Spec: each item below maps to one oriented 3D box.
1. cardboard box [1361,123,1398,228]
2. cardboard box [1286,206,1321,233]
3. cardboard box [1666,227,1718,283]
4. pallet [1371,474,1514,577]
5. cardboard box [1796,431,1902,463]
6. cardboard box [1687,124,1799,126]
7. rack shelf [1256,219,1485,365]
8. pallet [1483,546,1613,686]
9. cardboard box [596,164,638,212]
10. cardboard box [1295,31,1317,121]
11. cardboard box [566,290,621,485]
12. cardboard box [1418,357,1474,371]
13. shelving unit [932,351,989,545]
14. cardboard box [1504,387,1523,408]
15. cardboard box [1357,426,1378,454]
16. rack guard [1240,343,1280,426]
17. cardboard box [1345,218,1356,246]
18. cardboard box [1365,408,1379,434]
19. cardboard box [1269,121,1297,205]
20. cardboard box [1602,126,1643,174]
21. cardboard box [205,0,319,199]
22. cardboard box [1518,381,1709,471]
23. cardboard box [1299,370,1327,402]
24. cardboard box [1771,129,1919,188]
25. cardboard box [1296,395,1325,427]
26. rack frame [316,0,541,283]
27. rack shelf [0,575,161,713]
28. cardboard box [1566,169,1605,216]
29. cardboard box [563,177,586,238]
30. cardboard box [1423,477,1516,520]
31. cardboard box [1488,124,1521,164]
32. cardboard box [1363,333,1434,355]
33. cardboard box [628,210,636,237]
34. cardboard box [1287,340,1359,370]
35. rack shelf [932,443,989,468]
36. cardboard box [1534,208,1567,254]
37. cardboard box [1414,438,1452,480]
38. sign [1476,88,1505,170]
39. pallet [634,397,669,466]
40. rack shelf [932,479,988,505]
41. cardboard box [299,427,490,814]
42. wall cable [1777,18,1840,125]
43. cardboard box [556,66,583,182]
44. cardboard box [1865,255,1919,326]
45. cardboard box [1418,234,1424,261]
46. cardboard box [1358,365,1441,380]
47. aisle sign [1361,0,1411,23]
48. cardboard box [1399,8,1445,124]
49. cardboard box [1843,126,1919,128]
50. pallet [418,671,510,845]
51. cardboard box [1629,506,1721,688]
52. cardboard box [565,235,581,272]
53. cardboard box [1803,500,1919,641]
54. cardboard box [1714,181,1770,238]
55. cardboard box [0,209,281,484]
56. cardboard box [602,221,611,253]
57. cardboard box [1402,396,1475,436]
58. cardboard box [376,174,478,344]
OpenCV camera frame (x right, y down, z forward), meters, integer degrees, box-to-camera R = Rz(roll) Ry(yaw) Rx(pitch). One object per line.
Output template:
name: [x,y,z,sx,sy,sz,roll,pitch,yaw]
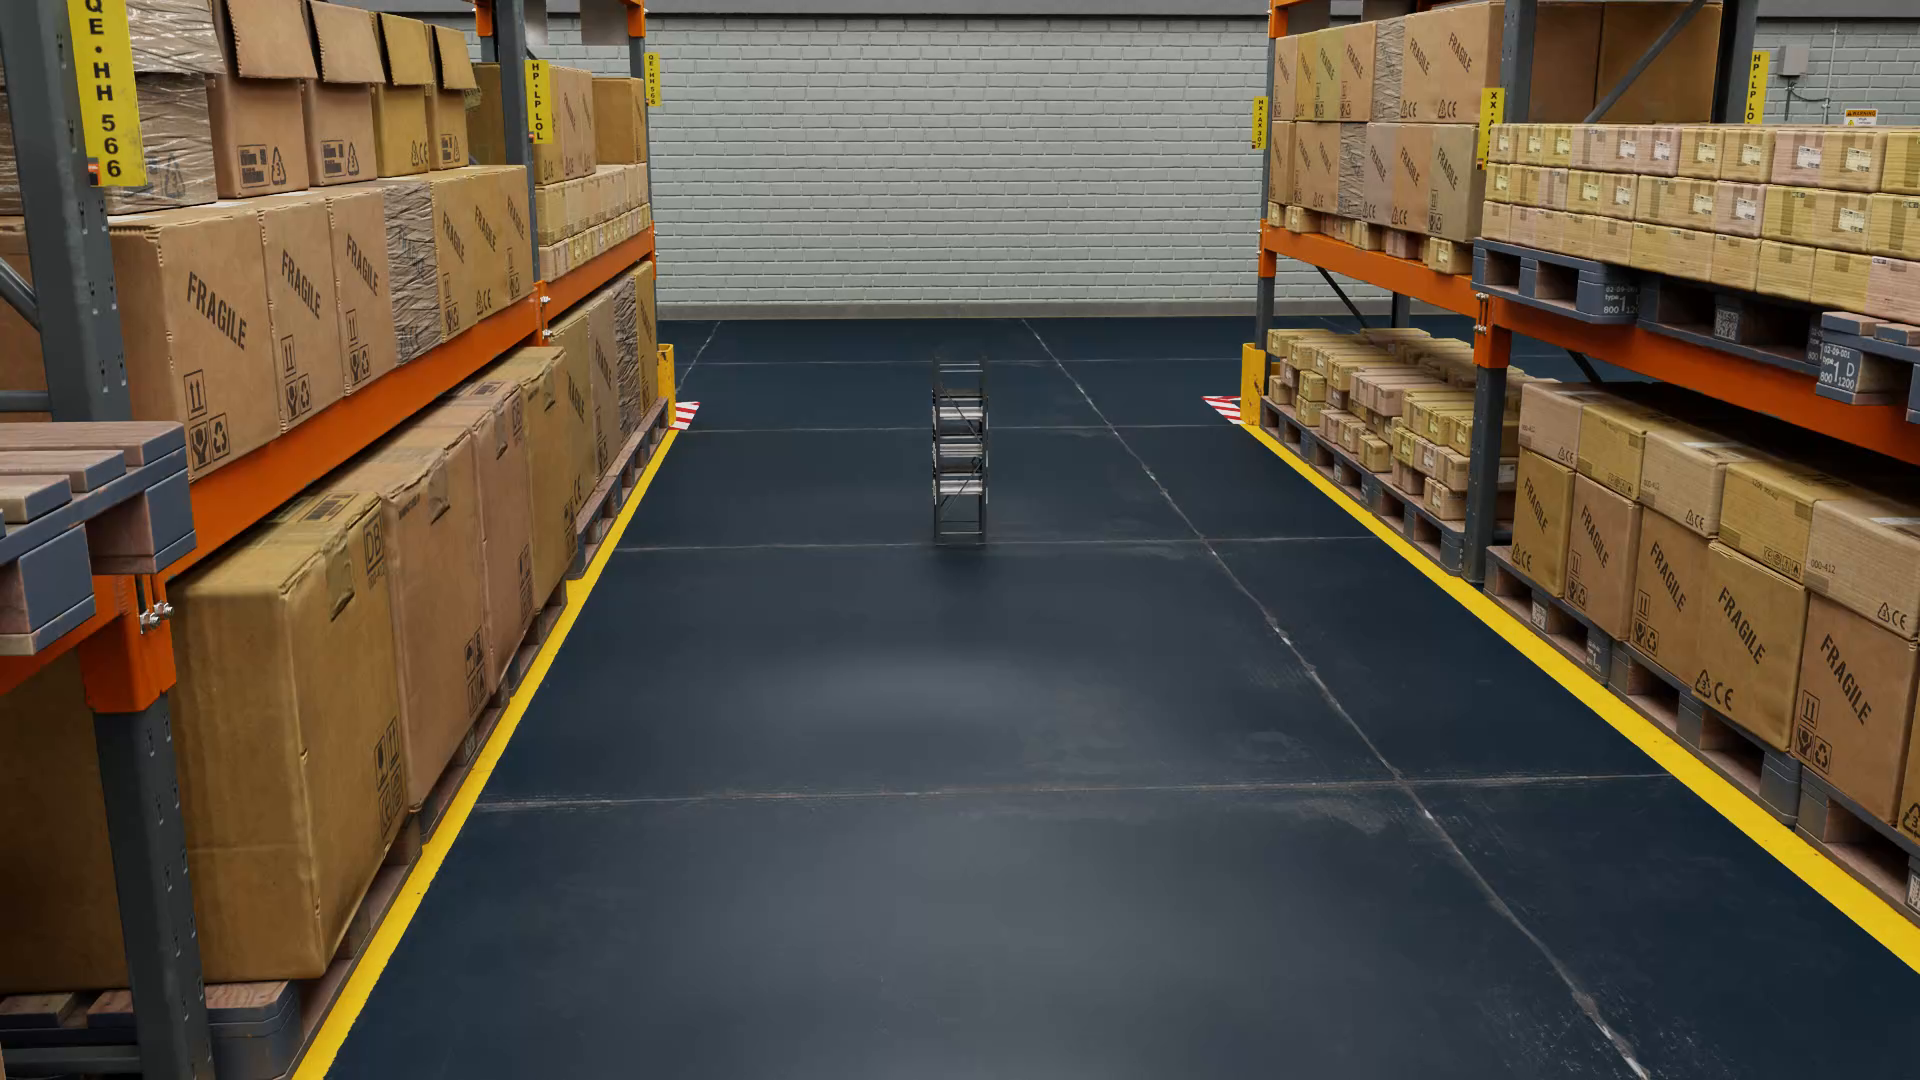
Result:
cardboard box: [2.349,-1.839,8.356,0.500,0.500,0.500,-1,14,-4]
cardboard box: [2.187,-1.935,10.030,0.380,0.149,0.250,-1,14,-5]
cardboard box: [2.385,-0.867,5.037,0.380,0.149,0.250,-2,15,-6]
pallet: [2.644,-0.094,7.966,1.003,0.211,1.213,-1,14,-3]
cardboard box: [3.085,-0.193,5.425,0.500,0.250,0.500,-2,15,-6]
cardboard box: [2.959,-1.484,6.241,0.380,0.149,0.250,-1,14,-5]
rack shelf: [2.597,-1.426,8.995,1.077,0.370,4.000,-1,14,-3]
pallet: [2.771,0.267,6.567,1.003,0.211,1.213,-1,14,-3]
cardboard box: [-2.158,-2.050,9.677,0.500,0.250,0.500,-1,14,-4]
cardboard box: [2.274,-2.708,9.727,0.500,0.500,0.500,0,14,-2]
cardboard box: [-2.252,-0.790,8.497,0.875,0.875,0.875,-1,14,-3]
cardboard box: [2.791,-0.931,9.309,0.380,0.149,0.250,-1,14,-5]
shelving unit: [0.000,-0.438,7.922,0.258,0.900,0.210,-1,14,-3]
cardboard box: [2.845,-0.673,8.308,0.380,0.149,0.250,-1,14,-5]
cardboard box: [2.344,-0.516,8.890,0.380,0.149,0.250,-1,14,-2]
rack guard: [2.478,-1.043,11.076,1.175,0.500,0.348,-1,14,-3]
cardboard box: [2.314,-1.678,9.032,0.380,0.149,0.250,0,14,-1]
cardboard box: [2.372,-0.645,8.795,0.380,0.149,0.250,-2,15,-6]
cardboard box: [2.226,-2.349,10.338,0.500,0.500,0.500,0,14,-1]
cardboard box: [2.353,-1.283,5.462,0.380,0.149,0.250,-1,14,-4]
cardboard box: [-2.054,-1.110,4.106,0.797,0.503,0.637,-1,14,-2]
cardboard box: [2.503,-0.446,6.407,0.500,0.250,0.500,-2,15,-6]
cardboard box: [2.221,-0.911,9.828,0.380,0.149,0.250,0,14,-2]
cardboard box: [2.422,-1.021,4.444,0.380,0.149,0.250,-1,14,-3]
cardboard box: [2.213,-0.769,9.874,0.380,0.149,0.250,-1,14,-3]
rack frame: [-2.235,-1.226,6.772,1.000,3.000,0.127,-1,14,-3]
rack shelf: [-1.864,0.615,1.062,1.077,0.370,4.000,-1,14,-3]
cardboard box: [2.338,-1.205,5.754,0.380,0.149,0.250,-2,15,-6]
cardboard box: [-2.029,-1.542,7.704,0.500,0.250,0.500,-1,14,-4]
cardboard box: [2.357,-0.192,7.633,0.380,0.149,0.250,-1,14,-3]
cardboard box: [2.287,-1.542,6.468,0.380,0.149,0.250,0,14,-1]
cardboard box: [2.718,-1.192,10.324,0.380,0.149,0.250,-1,14,-2]
cardboard box: [-2.086,-1.826,9.609,0.380,0.149,0.250,-1,14,-2]
cardboard box: [2.192,-1.116,10.030,0.380,0.149,0.250,-1,14,-4]
rack shelf: [0.000,-0.406,7.930,0.258,0.077,0.200,-1,14,-3]
cardboard box: [2.321,-1.123,6.033,0.380,0.149,0.250,-1,14,-3]
cardboard box: [2.355,-0.385,7.784,0.380,0.149,0.250,-2,15,-6]
sign: [2.180,-1.686,6.824,0.100,0.325,0.005,-1,14,-3]
pallet: [-2.356,-0.673,10.217,1.003,0.211,1.213,-1,14,-3]
rack shelf: [0.000,-0.231,7.975,0.258,0.077,0.200,-1,14,-3]
cardboard box: [-2.057,0.201,4.648,1.225,0.875,0.875,-1,14,-3]
wall cable: [8.450,-4.293,16.651,0.588,1.984,0.122,-1,14,-3]
cardboard box: [-2.033,-1.906,7.615,0.500,0.500,0.500,-1,14,-3]
cardboard box: [2.450,-0.606,4.022,0.380,0.149,0.250,-1,14,-2]
cardboard box: [2.441,-1.418,8.023,0.380,0.149,0.250,-1,14,-5]
cardboard box: [2.379,-0.860,9.032,0.380,0.149,0.250,-1,14,-3]
aisle sign: [2.768,-3.554,10.603,0.394,0.787,0.004,-1,14,-3]
cardboard box: [2.385,-2.195,7.735,0.500,0.500,0.500,-1,14,-5]
cardboard box: [3.021,-1.226,5.240,0.380,0.149,0.250,-2,15,-6]
pallet: [-2.034,0.619,5.196,1.003,0.211,1.213,-1,14,-3]
cardboard box: [2.583,0.179,5.484,0.500,0.500,0.500,-1,14,-2]
cardboard box: [-1.955,-1.314,7.617,0.380,0.149,0.250,0,14,-2]
cardboard box: [2.623,0.070,4.404,0.500,0.250,0.500,-1,14,-3]
cardboard box: [2.402,-0.945,4.744,0.380,0.149,0.250,-1,14,-2]
cardboard box: [-1.746,-0.405,3.379,0.500,0.500,0.500,0,14,-2]
cardboard box: [-2.020,-1.571,8.616,0.380,0.149,0.250,-1,14,-5]
cardboard box: [2.362,-0.598,8.014,0.380,0.149,0.250,-1,14,-4]
cardboard box: [-1.871,-0.909,5.340,0.500,0.500,0.500,-1,14,-4]
